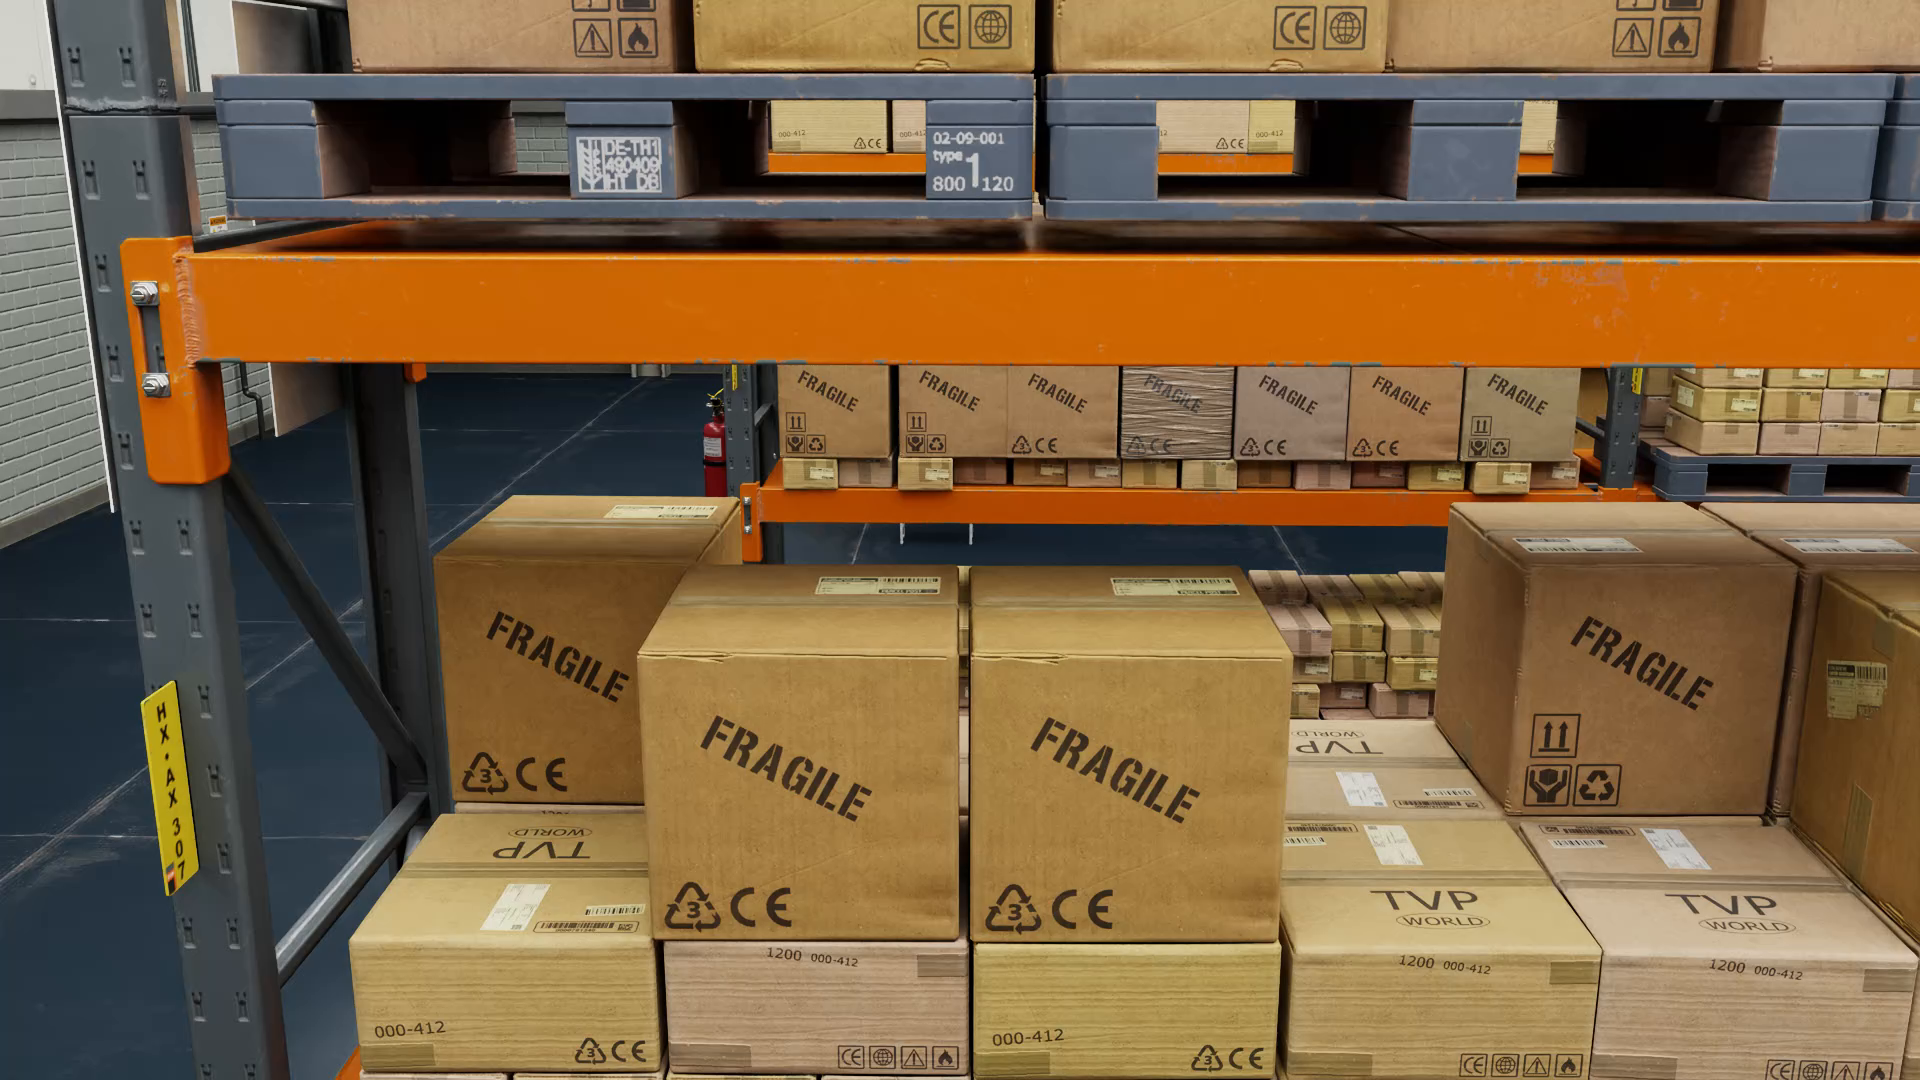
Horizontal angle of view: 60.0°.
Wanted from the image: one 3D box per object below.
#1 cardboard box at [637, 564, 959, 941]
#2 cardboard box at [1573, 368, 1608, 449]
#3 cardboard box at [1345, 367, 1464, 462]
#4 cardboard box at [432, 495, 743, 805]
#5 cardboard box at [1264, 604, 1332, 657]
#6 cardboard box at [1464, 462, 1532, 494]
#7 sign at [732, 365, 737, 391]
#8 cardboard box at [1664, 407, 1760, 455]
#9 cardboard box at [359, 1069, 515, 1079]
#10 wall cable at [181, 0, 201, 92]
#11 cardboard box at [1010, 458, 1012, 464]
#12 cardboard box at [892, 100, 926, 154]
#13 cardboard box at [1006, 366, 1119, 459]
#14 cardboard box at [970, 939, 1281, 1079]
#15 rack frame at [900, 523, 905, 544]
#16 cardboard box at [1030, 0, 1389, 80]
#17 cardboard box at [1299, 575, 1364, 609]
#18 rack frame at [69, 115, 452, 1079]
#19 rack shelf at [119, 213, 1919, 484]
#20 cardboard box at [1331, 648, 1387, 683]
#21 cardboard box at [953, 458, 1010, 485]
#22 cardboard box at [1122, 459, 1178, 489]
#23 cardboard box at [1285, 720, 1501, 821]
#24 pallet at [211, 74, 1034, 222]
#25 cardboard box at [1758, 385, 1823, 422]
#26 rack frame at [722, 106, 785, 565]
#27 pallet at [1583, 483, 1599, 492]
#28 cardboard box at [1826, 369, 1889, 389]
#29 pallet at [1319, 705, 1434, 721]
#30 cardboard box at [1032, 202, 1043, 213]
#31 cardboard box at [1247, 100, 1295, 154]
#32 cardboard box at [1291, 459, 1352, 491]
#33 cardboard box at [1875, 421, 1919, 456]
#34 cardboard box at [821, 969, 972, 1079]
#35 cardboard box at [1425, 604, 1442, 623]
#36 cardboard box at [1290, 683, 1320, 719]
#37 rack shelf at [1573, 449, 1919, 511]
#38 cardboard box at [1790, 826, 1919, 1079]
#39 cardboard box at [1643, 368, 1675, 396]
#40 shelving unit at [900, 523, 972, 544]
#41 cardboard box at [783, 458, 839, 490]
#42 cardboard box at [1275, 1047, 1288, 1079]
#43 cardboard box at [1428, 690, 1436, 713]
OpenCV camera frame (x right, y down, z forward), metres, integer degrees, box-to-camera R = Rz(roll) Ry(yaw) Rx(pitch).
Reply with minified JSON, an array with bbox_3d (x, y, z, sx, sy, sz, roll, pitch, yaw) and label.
[{"bbox_3d":[-0.252,0.349,2.879,0.500,0.500,0.500,0,15,0],"label":"cardboard box"},{"bbox_3d":[4.552,-0.982,13.024,0.875,0.875,0.875,1,15,3],"label":"cardboard box"},{"bbox_3d":[1.992,-0.658,7.674,0.500,0.500,0.500,0,15,0],"label":"cardboard box"},{"bbox_3d":[-0.731,0.210,3.406,0.500,0.500,0.500,1,15,2],"label":"cardboard box"},{"bbox_3d":[1.604,0.430,7.930,0.250,0.149,0.380,0,15,-1],"label":"cardboard box"},{"bbox_3d":[2.450,-0.325,7.686,0.250,0.149,0.380,0,15,0],"label":"cardboard box"},{"bbox_3d":[-1.011,-0.837,7.436,0.005,0.325,0.100,0,15,1],"label":"sign"},{"bbox_3d":[3.384,-0.493,7.496,0.250,0.149,0.380,0,15,-1],"label":"cardboard box"},{"bbox_3d":[-0.878,0.915,2.983,0.250,0.149,0.380,1,15,2],"label":"cardboard box"},{"bbox_3d":[-6.534,-5.606,15.375,0.133,3.039,2.988,0,15,1],"label":"wall cable"},{"bbox_3d":[0.353,-0.491,8.315,0.250,0.149,0.380,0,15,-1],"label":"cardboard box"},{"bbox_3d":[-0.028,-1.862,7.432,0.500,0.250,0.500,1,15,3],"label":"cardboard box"},{"bbox_3d":[0.470,-0.672,7.729,0.500,0.500,0.500,1,15,2],"label":"cardboard box"},{"bbox_3d":[0.270,0.714,2.965,0.500,0.250,0.500,0,15,0],"label":"cardboard box"},{"bbox_3d":[-0.409,-0.583,11.697,0.015,1.200,0.240,0,15,1],"label":"rack frame"},{"bbox_3d":[0.374,-1.028,2.760,0.500,0.500,0.700,-1,15,-2],"label":"cardboard box"},{"bbox_3d":[1.874,0.300,8.422,0.250,0.149,0.380,0,15,0],"label":"cardboard box"},{"bbox_3d":[-1.225,0.707,3.279,0.127,3.000,1.000,0,15,1],"label":"rack frame"},{"bbox_3d":[0.775,-0.382,2.939,4.000,0.370,1.077,0,15,1],"label":"rack shelf"},{"bbox_3d":[1.892,0.557,8.030,0.250,0.149,0.380,1,15,2],"label":"cardboard box"},{"bbox_3d":[0.104,-0.376,7.879,0.250,0.149,0.380,1,15,4],"label":"cardboard box"},{"bbox_3d":[0.879,-0.353,7.789,0.250,0.149,0.380,1,15,3],"label":"cardboard box"},{"bbox_3d":[0.803,0.581,3.470,0.500,0.250,0.500,0,15,2],"label":"cardboard box"},{"bbox_3d":[-0.483,-0.698,2.899,1.213,0.211,1.003,0,15,1],"label":"pallet"},{"bbox_3d":[3.643,-0.635,7.454,0.250,0.149,0.380,0,15,0],"label":"cardboard box"},{"bbox_3d":[-0.997,-0.557,8.071,0.127,3.000,1.000,0,15,1],"label":"rack frame"},{"bbox_3d":[5.023,-0.452,13.141,1.213,0.211,1.003,0,15,1],"label":"pallet"},{"bbox_3d":[3.919,-0.778,7.410,0.250,0.149,0.380,1,15,2],"label":"cardboard box"},{"bbox_3d":[2.330,0.822,8.310,1.213,0.211,1.003,0,15,1],"label":"pallet"},{"bbox_3d":[0.533,-2.273,12.419,0.500,0.500,0.500,0,15,1],"label":"cardboard box"},{"bbox_3d":[1.498,-1.852,7.395,0.500,0.250,0.500,0,15,1],"label":"cardboard box"},{"bbox_3d":[1.655,-0.344,7.758,0.250,0.149,0.380,0,15,-1],"label":"cardboard box"},{"bbox_3d":[4.162,-0.488,7.478,0.250,0.149,0.380,1,15,2],"label":"cardboard box"},{"bbox_3d":[-0.105,0.920,2.967,0.250,0.149,0.380,0,15,1],"label":"cardboard box"},{"bbox_3d":[2.383,0.429,7.931,0.250,0.149,0.380,1,15,2],"label":"cardboard box"},{"bbox_3d":[1.566,0.722,7.988,0.250,0.149,0.380,0,15,1],"label":"cardboard box"},{"bbox_3d":[5.001,-0.170,8.014,4.000,0.370,1.077,0,15,1],"label":"rack shelf"},{"bbox_3d":[1.809,0.723,2.929,0.500,0.250,0.500,1,15,3],"label":"cardboard box"},{"bbox_3d":[3.405,-0.804,8.093,0.250,0.149,0.380,1,15,3],"label":"cardboard box"},{"bbox_3d":[-0.165,-0.581,11.691,0.503,1.200,0.258,0,15,1],"label":"shelving unit"},{"bbox_3d":[-0.681,-0.350,7.778,0.250,0.149,0.380,0,15,1],"label":"cardboard box"},{"bbox_3d":[0.660,0.925,2.946,0.250,0.149,0.380,0,15,0],"label":"cardboard box"},{"bbox_3d":[2.344,0.706,8.050,0.250,0.149,0.380,1,15,3],"label":"cardboard box"}]
